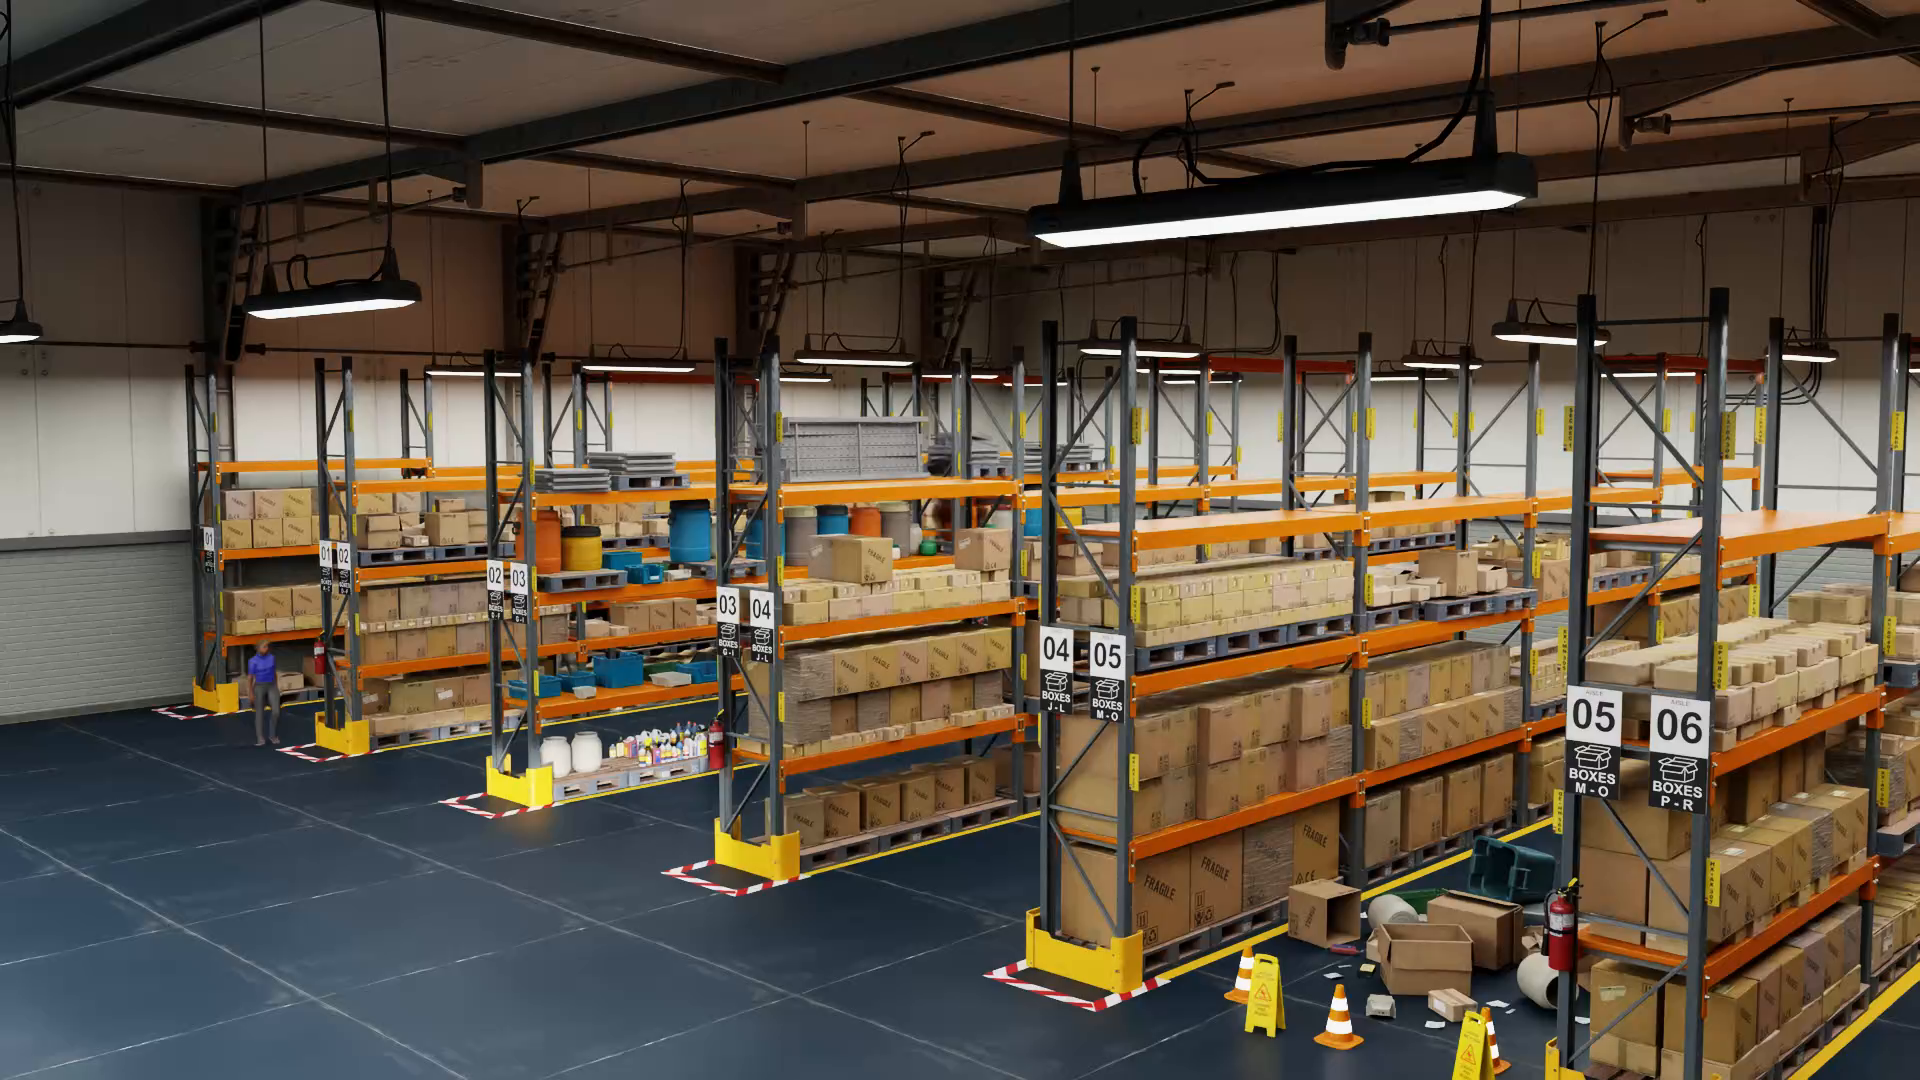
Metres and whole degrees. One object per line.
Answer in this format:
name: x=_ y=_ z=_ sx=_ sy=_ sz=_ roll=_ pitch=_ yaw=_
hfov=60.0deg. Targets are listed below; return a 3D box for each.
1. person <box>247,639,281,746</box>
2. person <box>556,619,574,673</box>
person: x=-10.846 y=2.389 z=25.926 sx=0.506 sy=1.718 sz=0.355 roll=-4 pitch=6 yaw=-39
person: x=-7.454 y=1.963 z=31.118 sx=0.476 sy=1.710 sz=0.538 roll=-2 pitch=5 yaw=-24
